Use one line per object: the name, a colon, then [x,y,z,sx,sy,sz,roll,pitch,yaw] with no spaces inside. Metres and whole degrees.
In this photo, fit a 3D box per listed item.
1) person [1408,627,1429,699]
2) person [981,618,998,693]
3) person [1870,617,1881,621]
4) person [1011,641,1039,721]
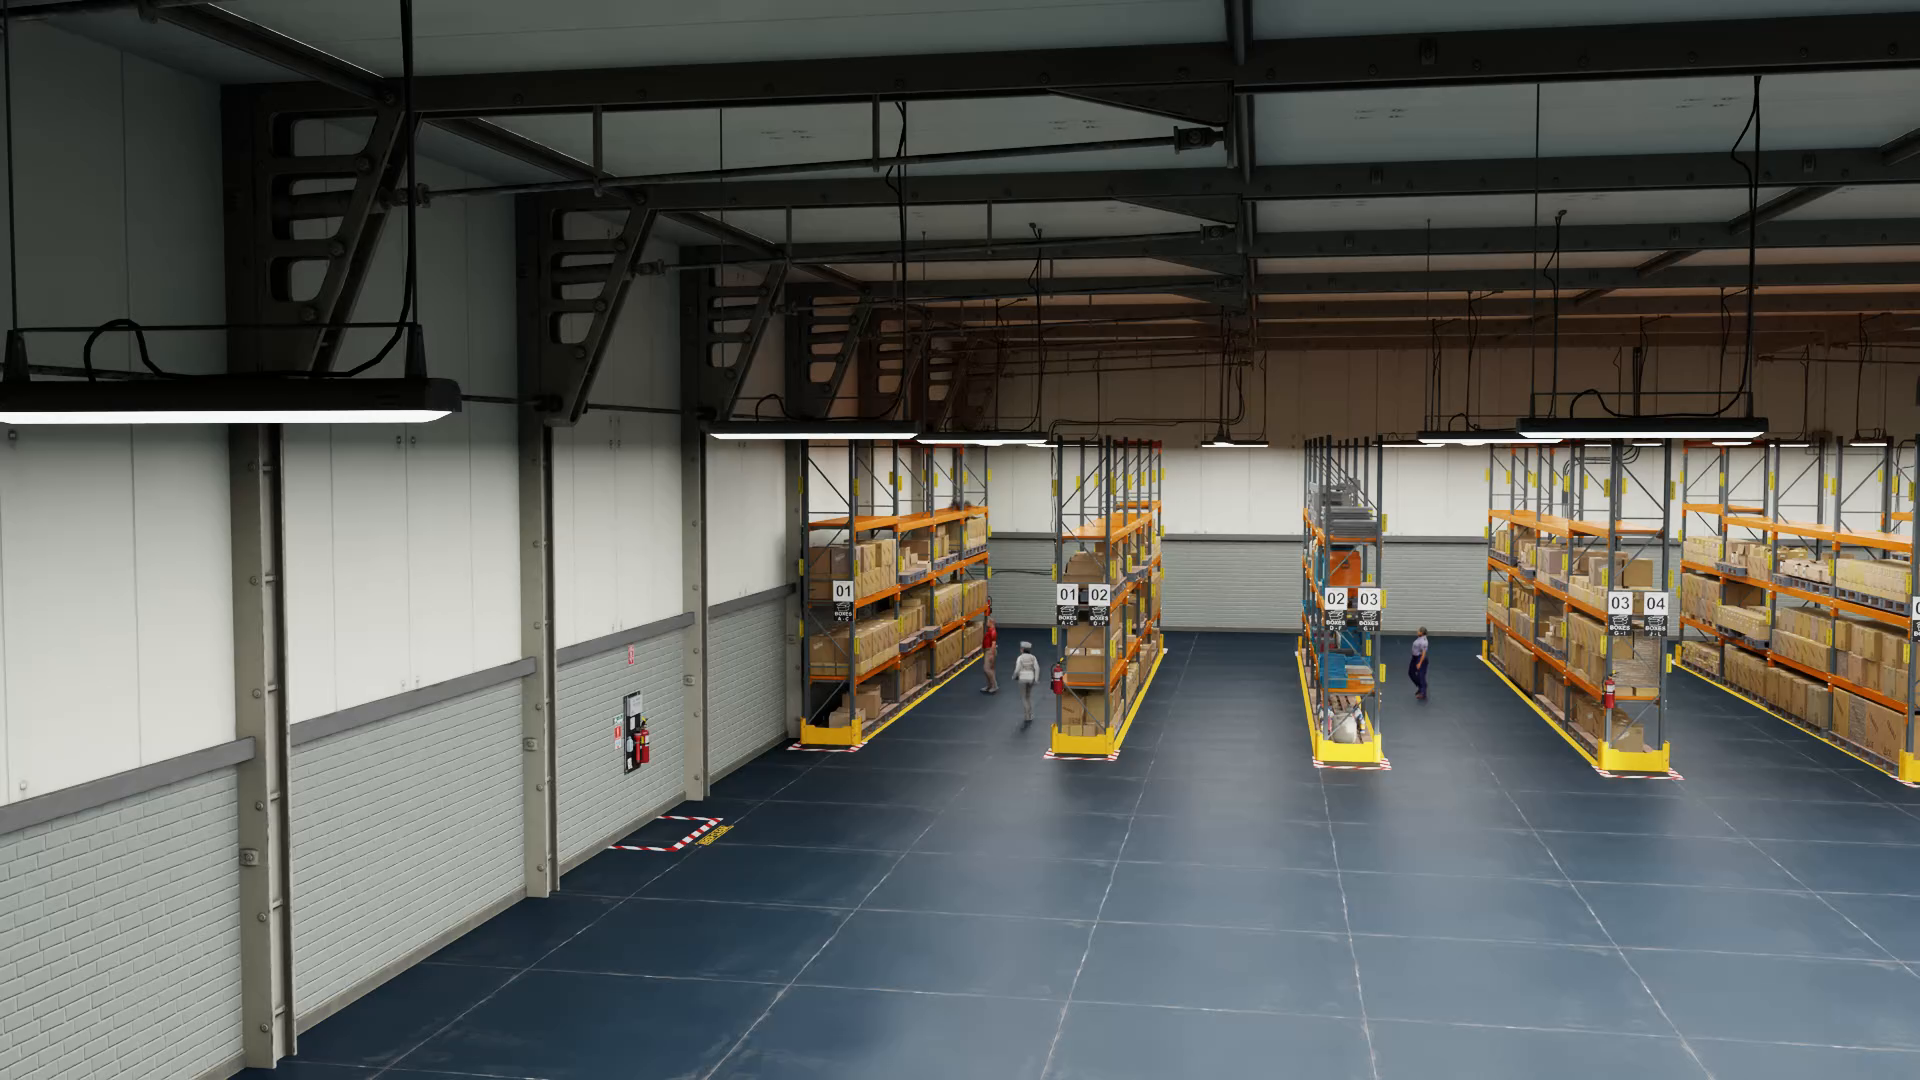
person: [10.642,2.826,38.465,0.389,1.636,0.573,-1,3,-10]
person: [0.704,2.737,39.443,0.403,1.765,0.578,0,3,-2]
person: [22.130,2.664,40.209,0.599,1.809,0.684,-1,3,-12]
person: [1.388,3.015,35.273,0.567,1.738,0.565,-1,3,-24]
